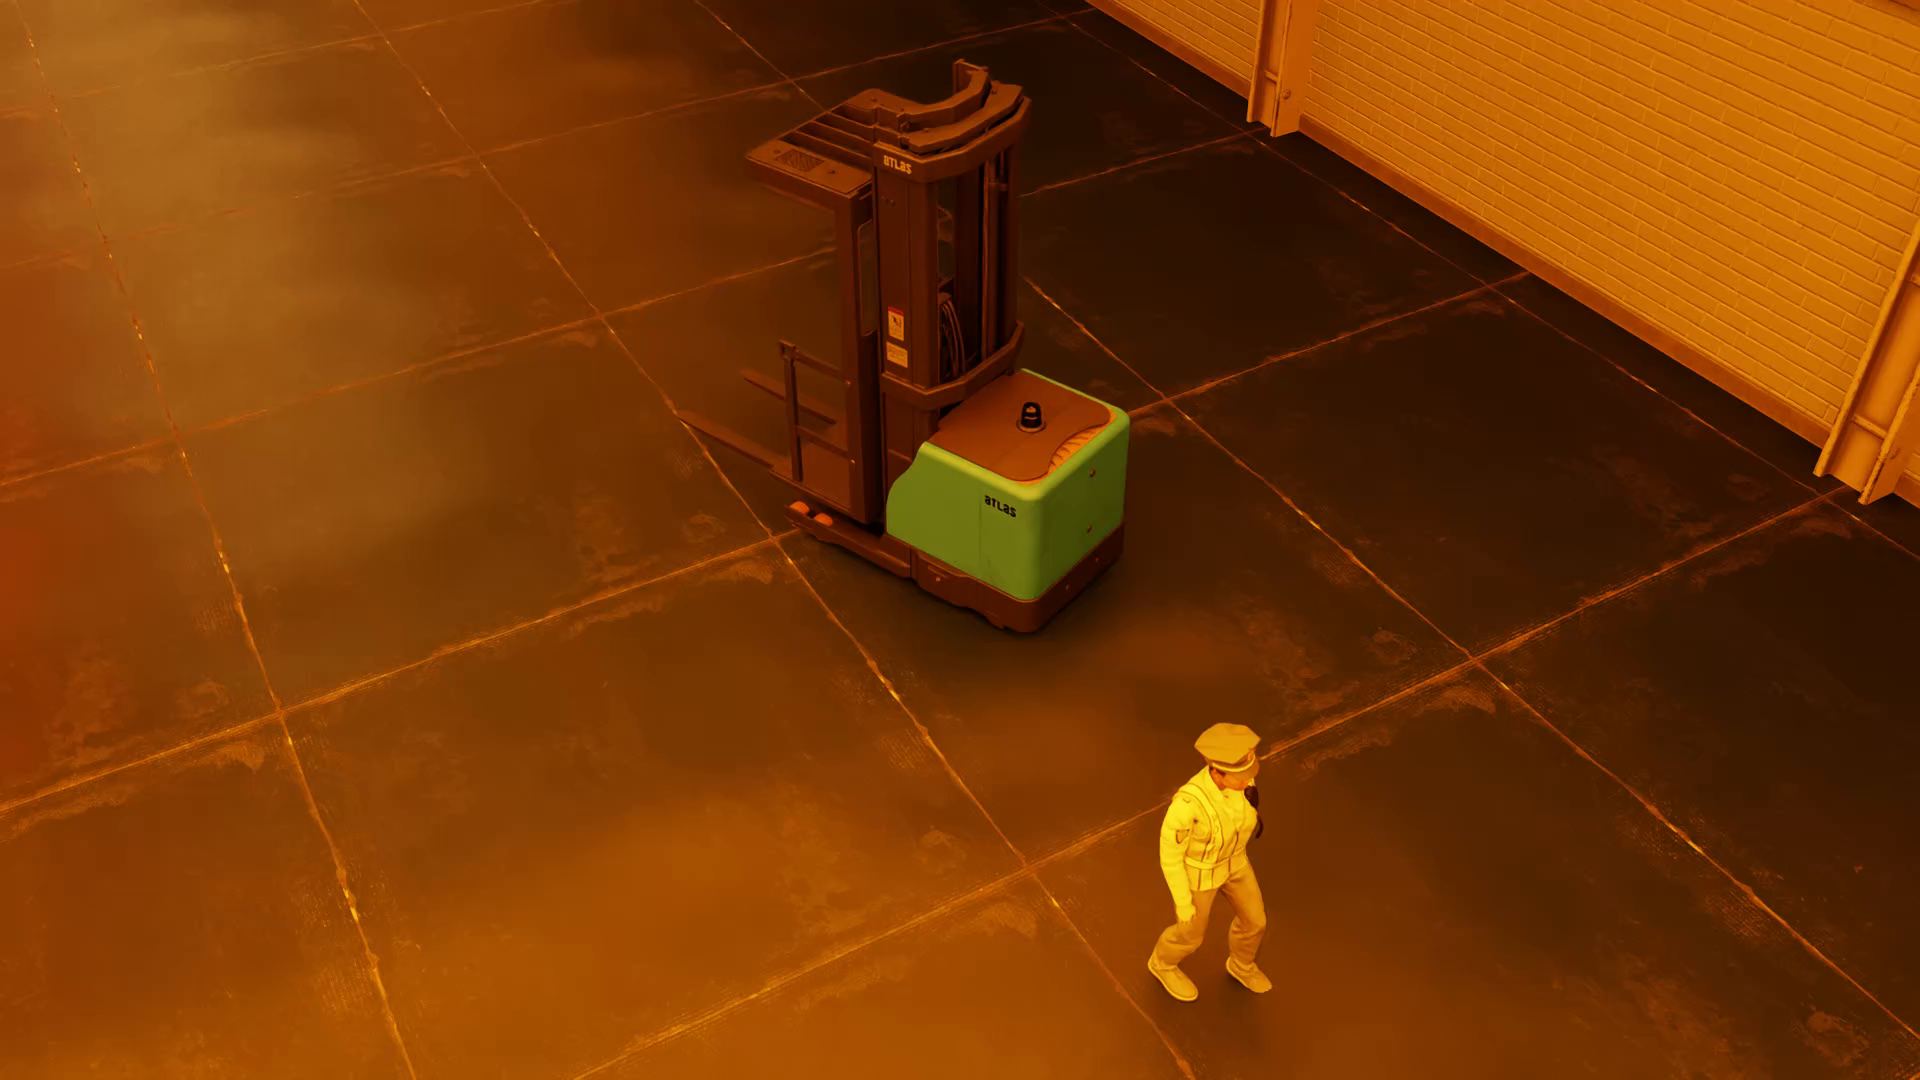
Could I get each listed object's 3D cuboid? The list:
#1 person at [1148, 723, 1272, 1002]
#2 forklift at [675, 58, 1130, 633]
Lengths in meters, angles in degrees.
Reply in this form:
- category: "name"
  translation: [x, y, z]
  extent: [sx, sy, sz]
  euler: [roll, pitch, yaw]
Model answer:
- category: "person"
  translation: [1.133, 1.487, 7.293]
  extent: [0.584, 1.720, 0.509]
  euler: [-28, 47, -30]
- category: "forklift"
  translation: [-0.481, -1.366, 9.683]
  extent: [3.031, 2.935, 1.130]
  euler: [26, 46, 28]
